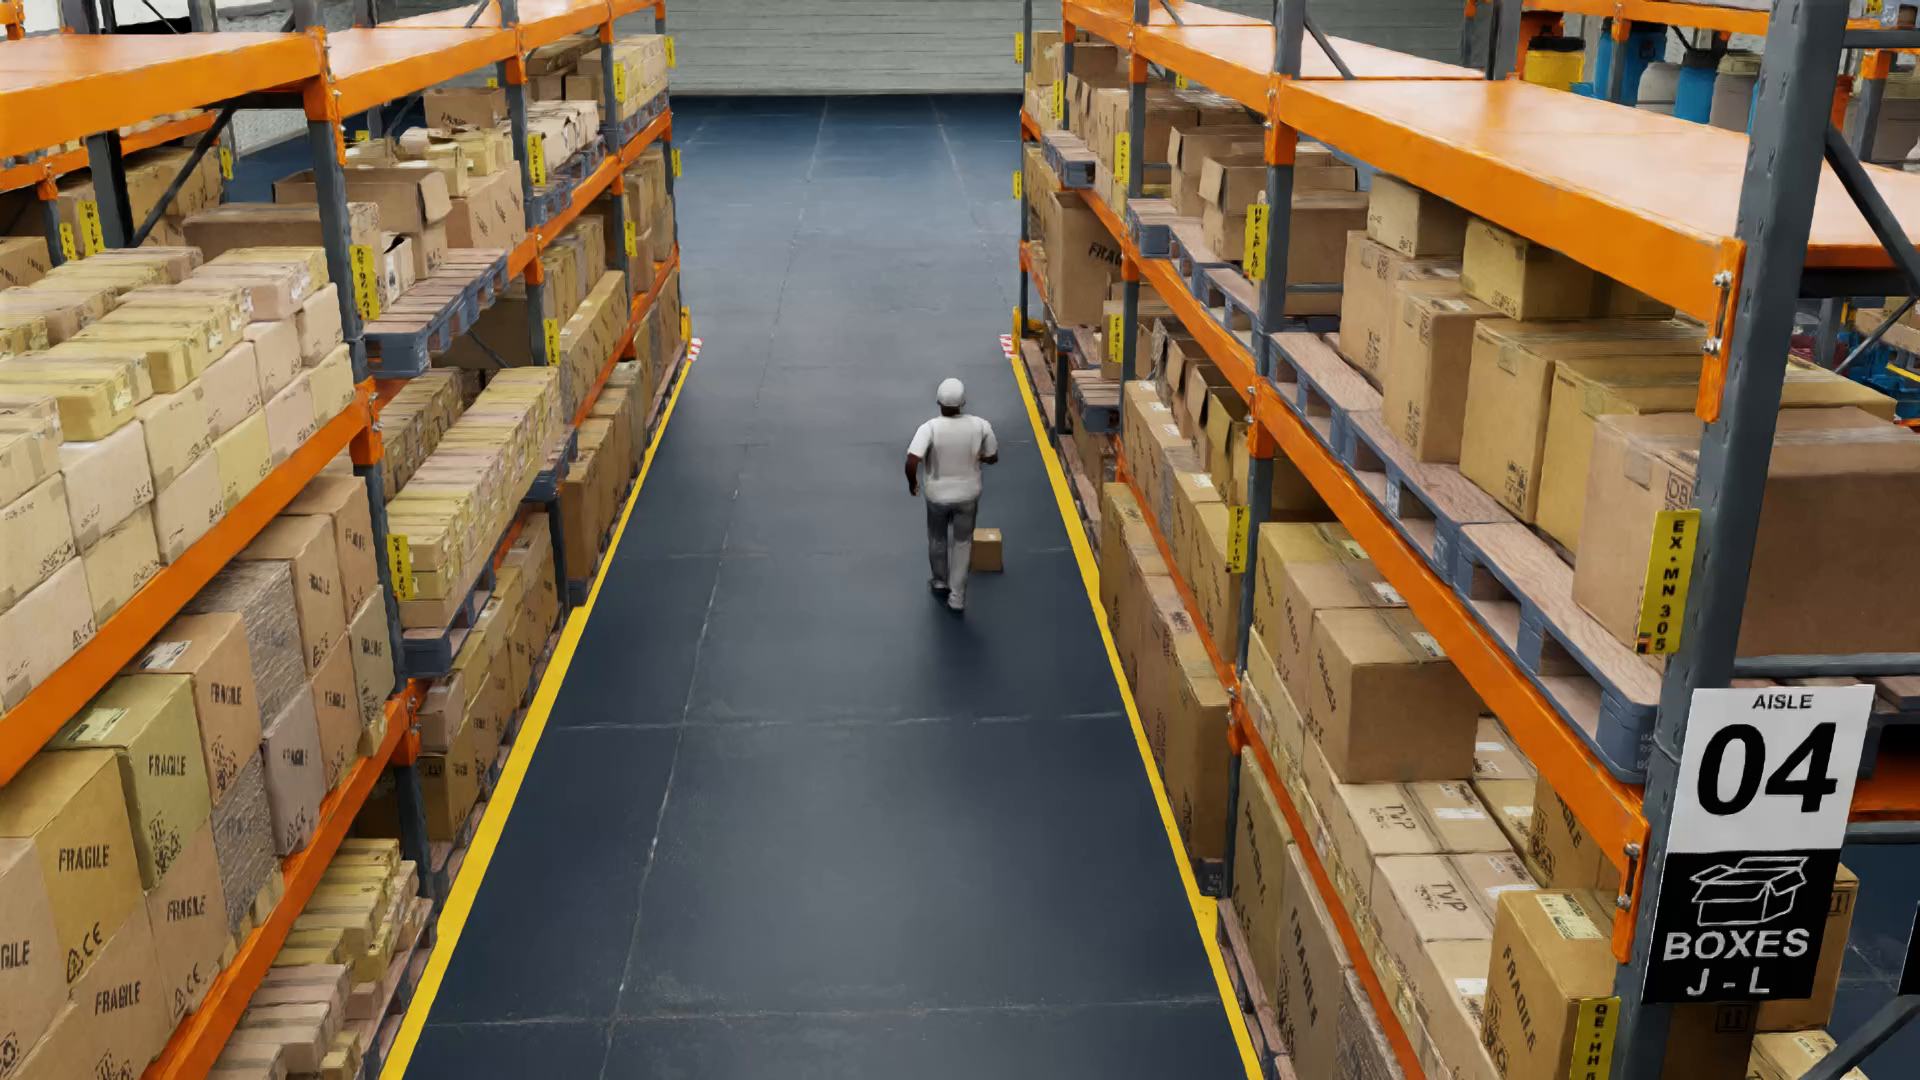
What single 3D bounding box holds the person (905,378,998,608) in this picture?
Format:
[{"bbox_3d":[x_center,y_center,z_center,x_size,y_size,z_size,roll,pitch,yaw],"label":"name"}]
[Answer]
[{"bbox_3d":[-0.059,-0.372,12.067,0.662,1.746,0.865,0,20,-1],"label":"person"}]
